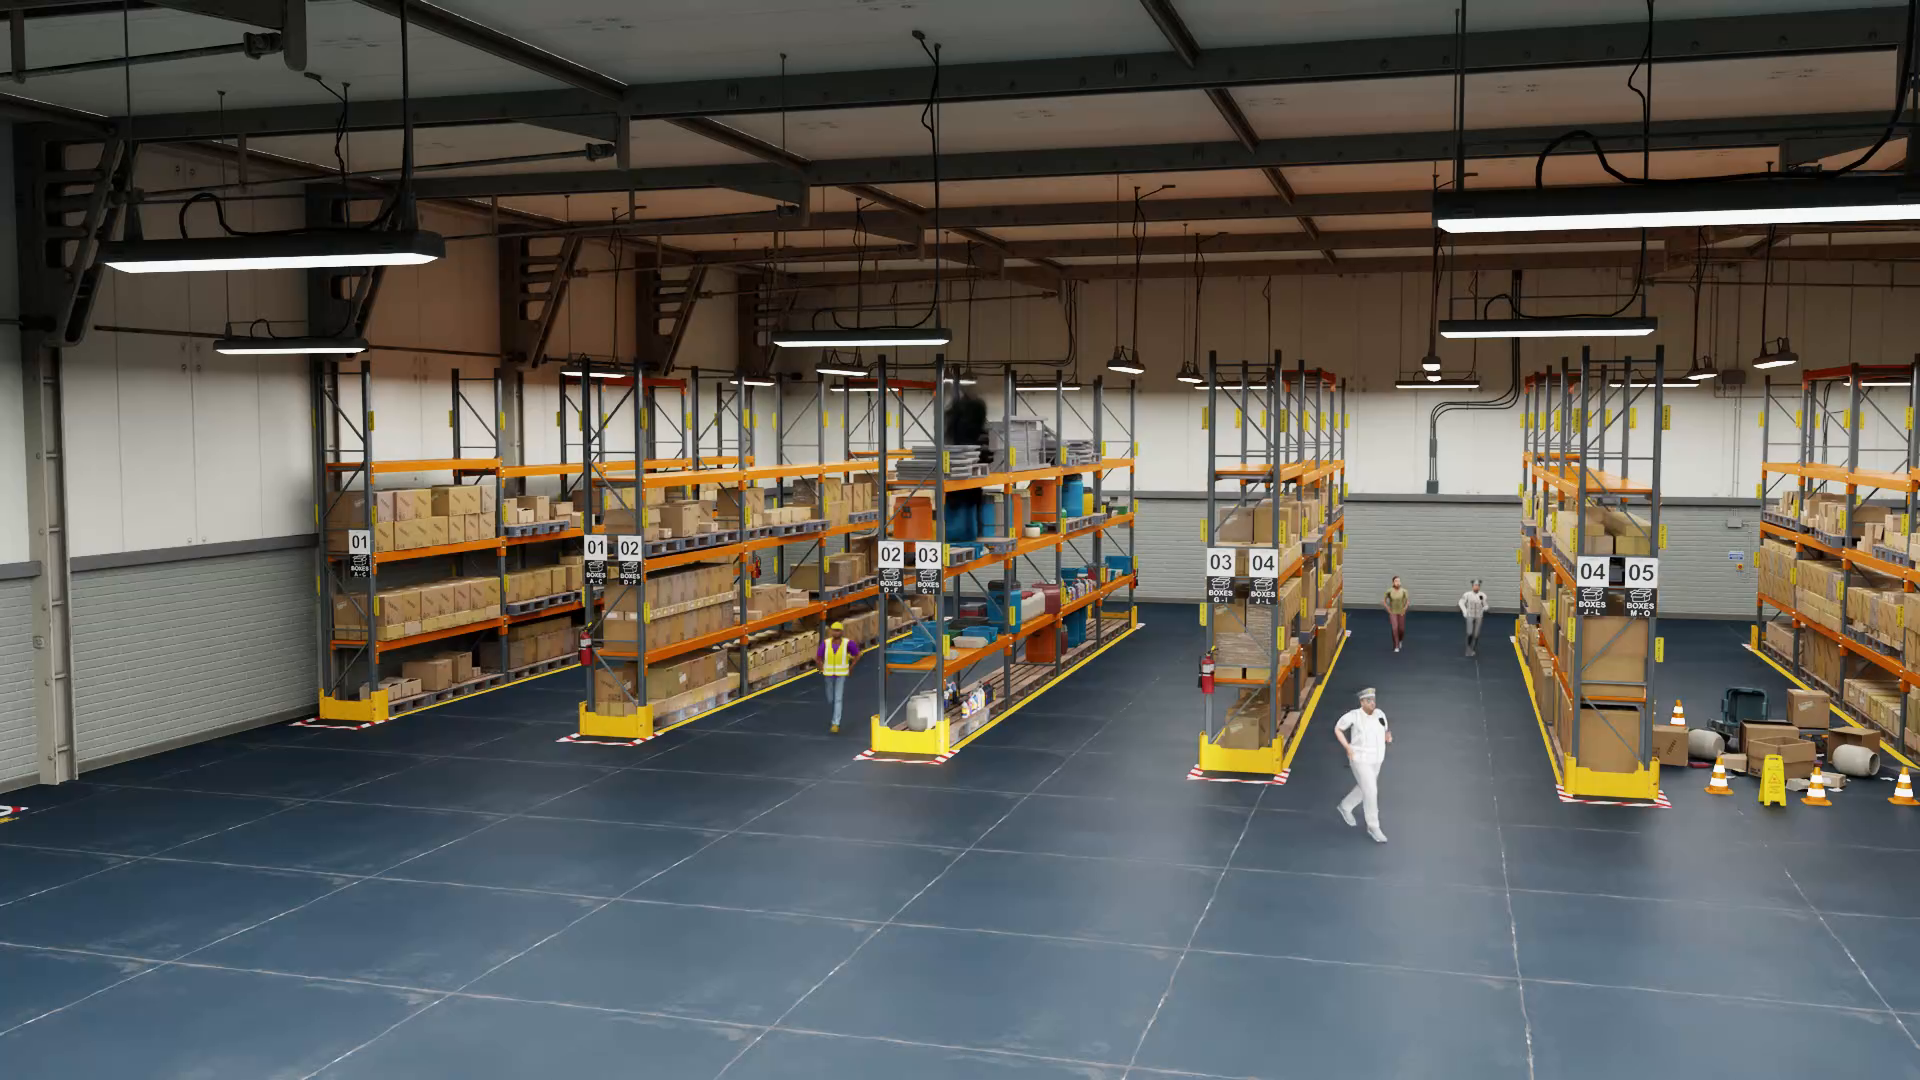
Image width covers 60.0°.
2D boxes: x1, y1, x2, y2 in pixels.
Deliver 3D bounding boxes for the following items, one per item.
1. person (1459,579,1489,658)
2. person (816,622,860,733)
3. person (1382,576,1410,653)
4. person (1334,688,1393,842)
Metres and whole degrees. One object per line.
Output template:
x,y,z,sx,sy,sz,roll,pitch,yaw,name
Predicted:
10.868,1.656,35.131,0.588,1.686,0.653,1,4,9,person
-1.991,2.190,26.878,0.712,1.745,0.897,0,4,7,person
9.473,1.604,36.153,0.591,1.643,0.622,1,4,10,person
4.927,2.676,20.178,0.640,1.818,0.910,-2,5,-29,person
